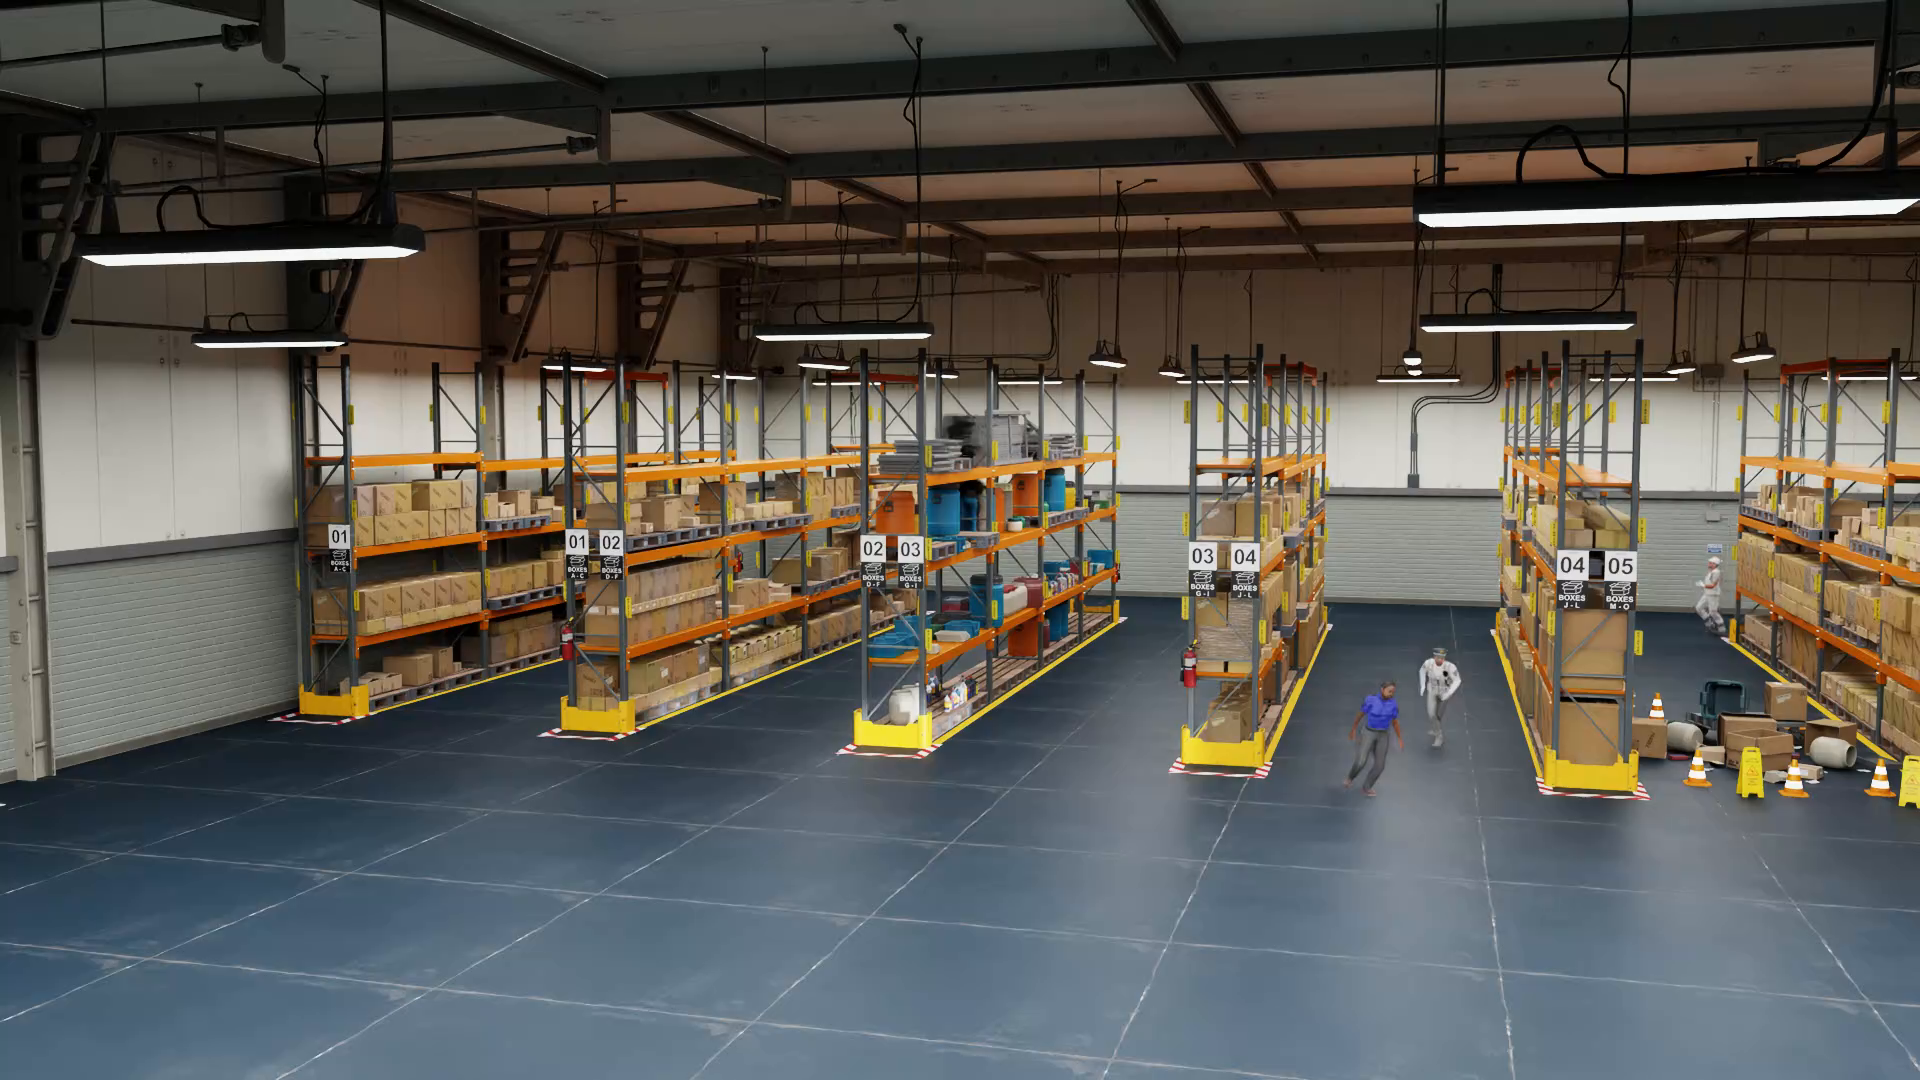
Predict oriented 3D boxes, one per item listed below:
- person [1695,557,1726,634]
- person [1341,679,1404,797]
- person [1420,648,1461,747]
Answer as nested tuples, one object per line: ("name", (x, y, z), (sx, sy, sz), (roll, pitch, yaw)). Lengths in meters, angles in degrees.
("person", (17.065, 1.273, 37.815), (0.696, 1.783, 0.642), (1, 4, 11))
("person", (5.418, 2.576, 21.814), (0.721, 1.572, 0.612), (0, 4, -5))
("person", (7.343, 2.354, 25.440), (0.610, 1.523, 1.033), (1, 5, 18))
